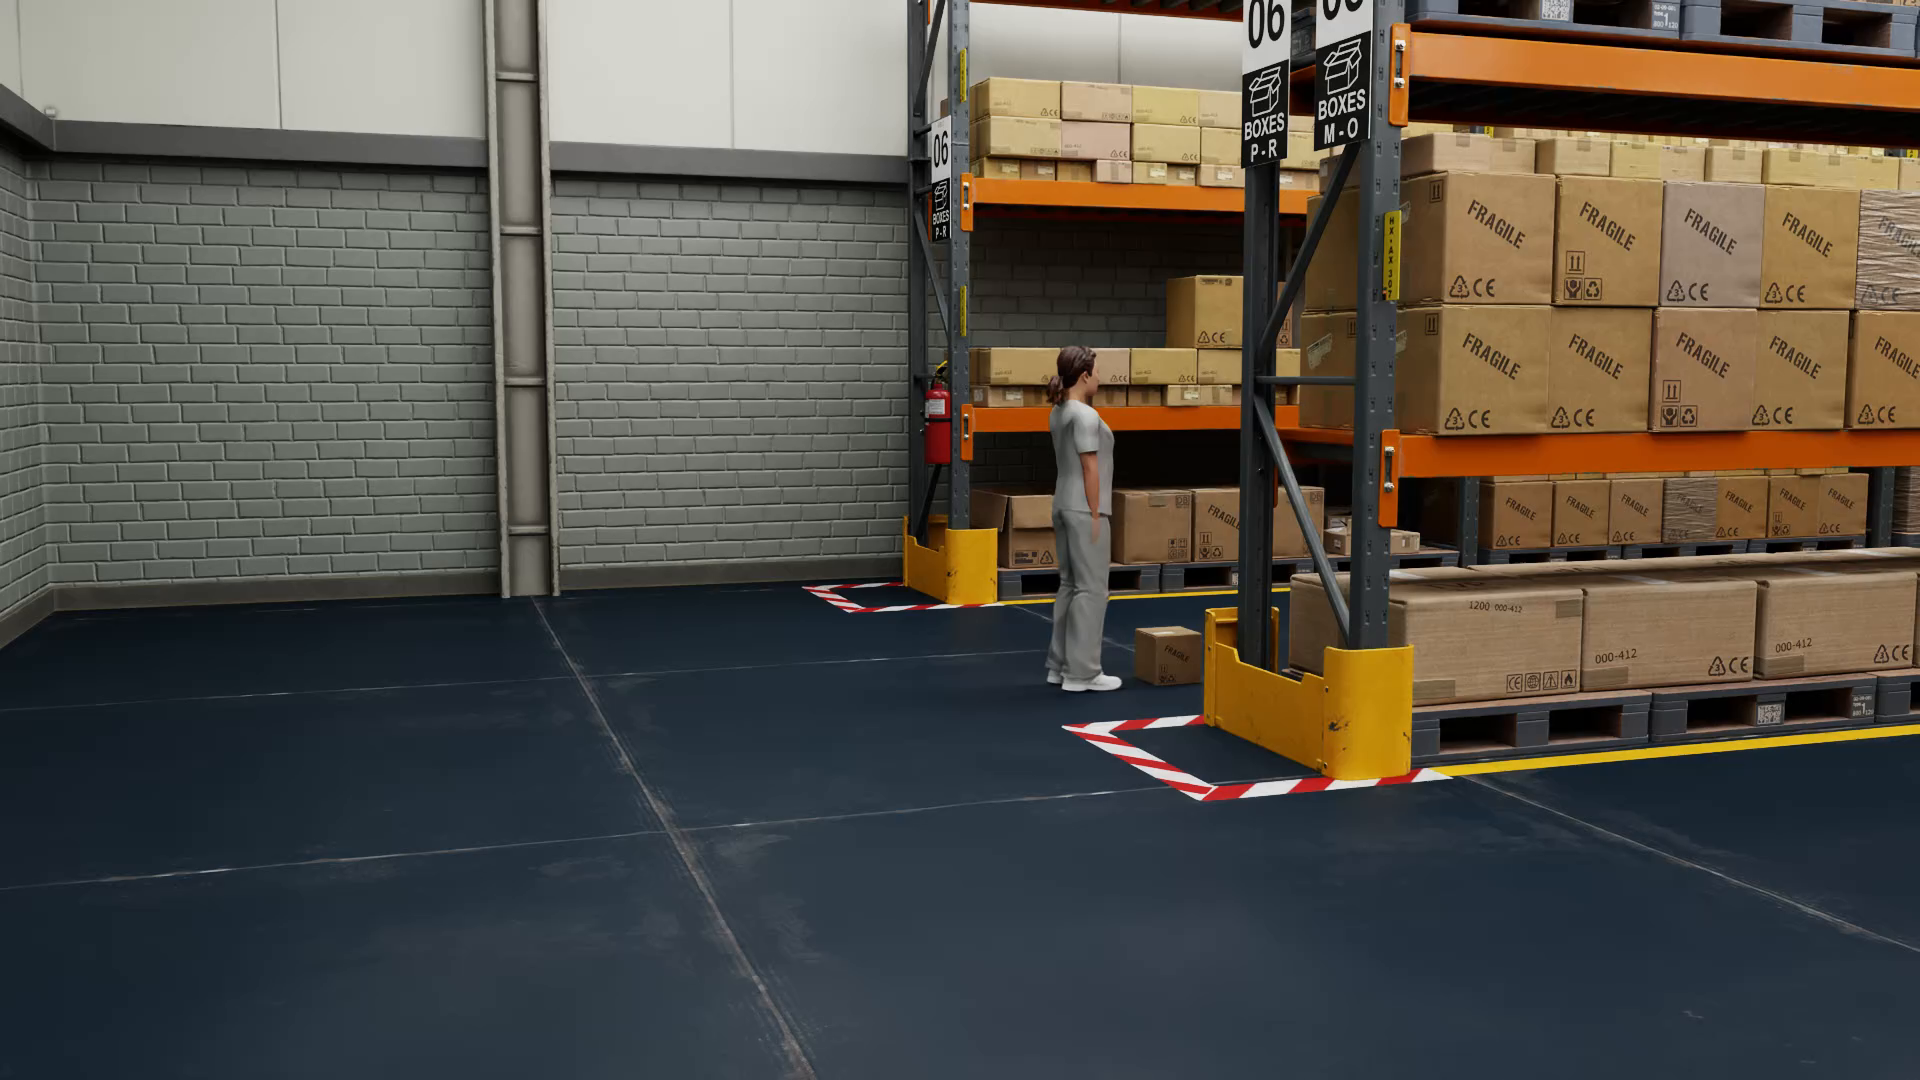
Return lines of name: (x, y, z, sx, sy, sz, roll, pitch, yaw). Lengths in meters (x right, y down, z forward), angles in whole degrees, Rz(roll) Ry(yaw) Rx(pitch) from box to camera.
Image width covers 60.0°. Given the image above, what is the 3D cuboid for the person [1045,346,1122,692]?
person: (0.579, -0.108, 8.125, 0.362, 1.670, 0.437, -2, 6, -17)
